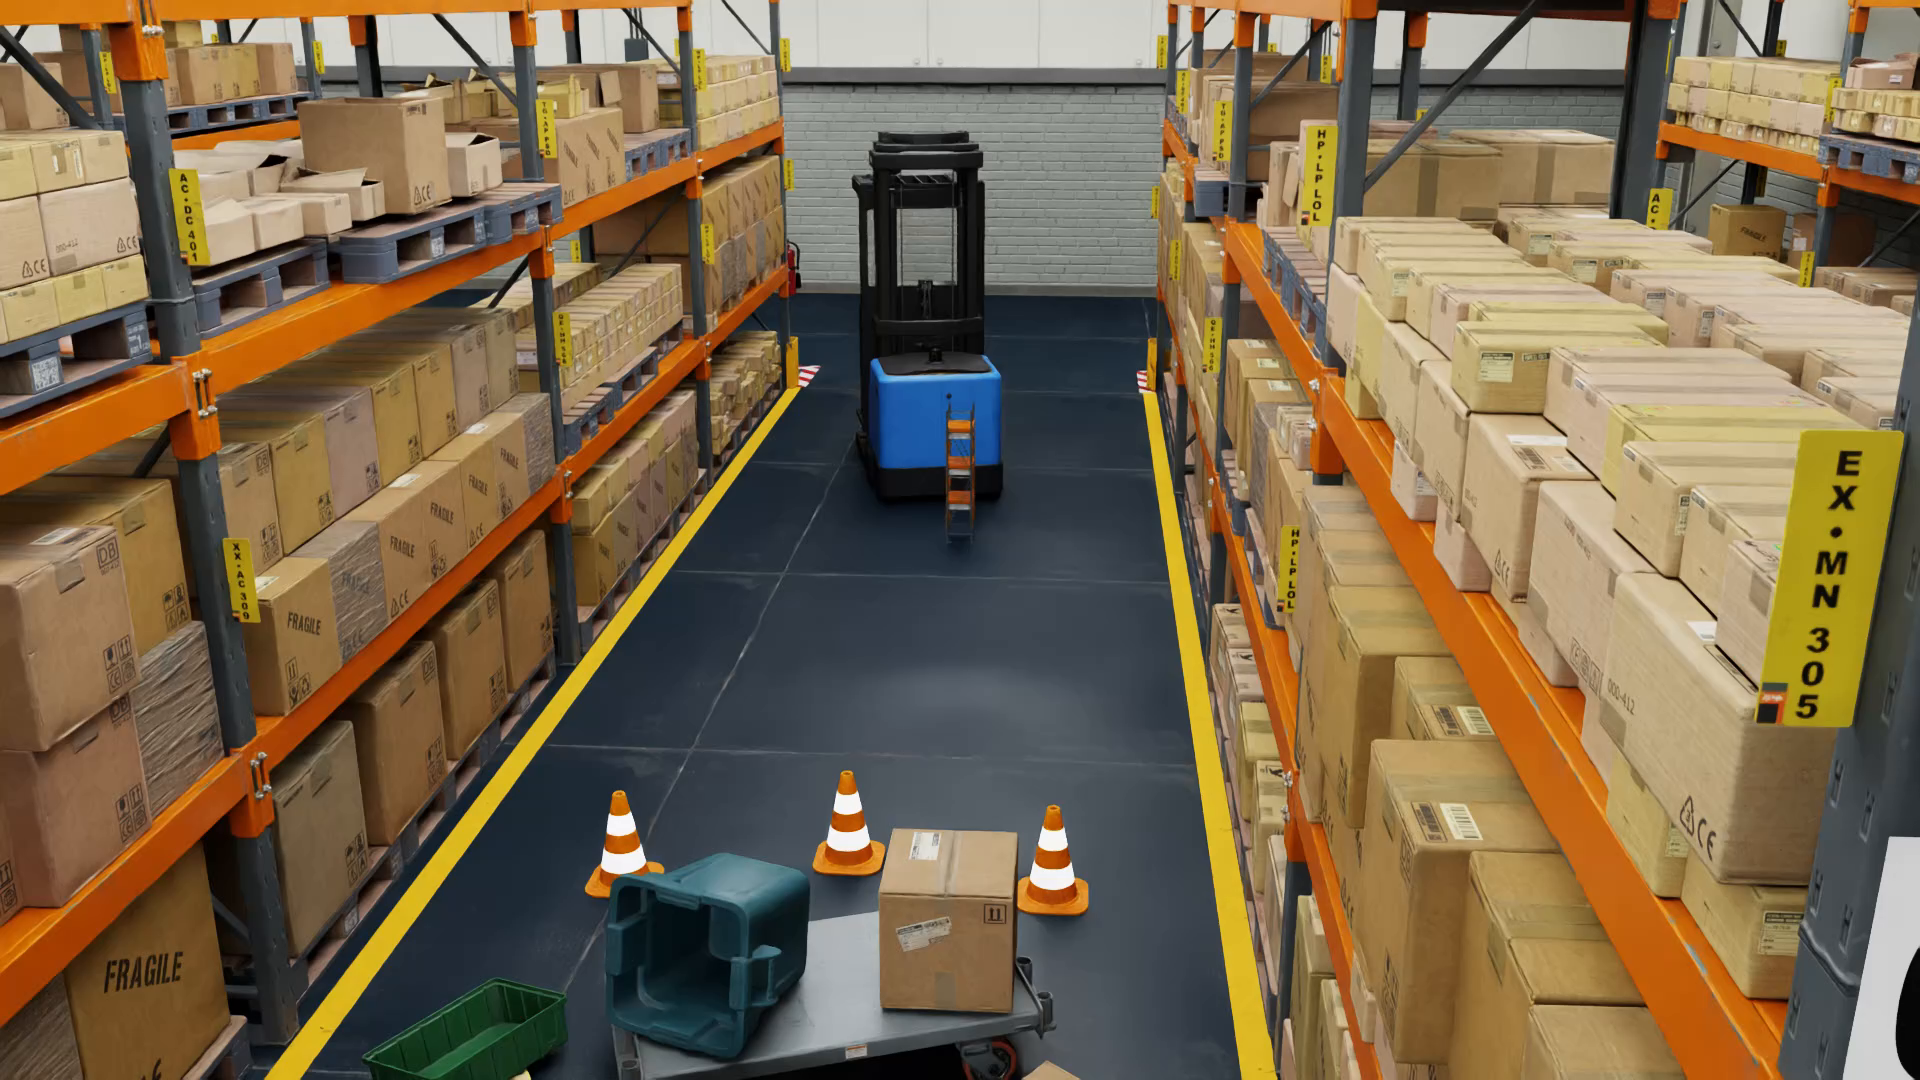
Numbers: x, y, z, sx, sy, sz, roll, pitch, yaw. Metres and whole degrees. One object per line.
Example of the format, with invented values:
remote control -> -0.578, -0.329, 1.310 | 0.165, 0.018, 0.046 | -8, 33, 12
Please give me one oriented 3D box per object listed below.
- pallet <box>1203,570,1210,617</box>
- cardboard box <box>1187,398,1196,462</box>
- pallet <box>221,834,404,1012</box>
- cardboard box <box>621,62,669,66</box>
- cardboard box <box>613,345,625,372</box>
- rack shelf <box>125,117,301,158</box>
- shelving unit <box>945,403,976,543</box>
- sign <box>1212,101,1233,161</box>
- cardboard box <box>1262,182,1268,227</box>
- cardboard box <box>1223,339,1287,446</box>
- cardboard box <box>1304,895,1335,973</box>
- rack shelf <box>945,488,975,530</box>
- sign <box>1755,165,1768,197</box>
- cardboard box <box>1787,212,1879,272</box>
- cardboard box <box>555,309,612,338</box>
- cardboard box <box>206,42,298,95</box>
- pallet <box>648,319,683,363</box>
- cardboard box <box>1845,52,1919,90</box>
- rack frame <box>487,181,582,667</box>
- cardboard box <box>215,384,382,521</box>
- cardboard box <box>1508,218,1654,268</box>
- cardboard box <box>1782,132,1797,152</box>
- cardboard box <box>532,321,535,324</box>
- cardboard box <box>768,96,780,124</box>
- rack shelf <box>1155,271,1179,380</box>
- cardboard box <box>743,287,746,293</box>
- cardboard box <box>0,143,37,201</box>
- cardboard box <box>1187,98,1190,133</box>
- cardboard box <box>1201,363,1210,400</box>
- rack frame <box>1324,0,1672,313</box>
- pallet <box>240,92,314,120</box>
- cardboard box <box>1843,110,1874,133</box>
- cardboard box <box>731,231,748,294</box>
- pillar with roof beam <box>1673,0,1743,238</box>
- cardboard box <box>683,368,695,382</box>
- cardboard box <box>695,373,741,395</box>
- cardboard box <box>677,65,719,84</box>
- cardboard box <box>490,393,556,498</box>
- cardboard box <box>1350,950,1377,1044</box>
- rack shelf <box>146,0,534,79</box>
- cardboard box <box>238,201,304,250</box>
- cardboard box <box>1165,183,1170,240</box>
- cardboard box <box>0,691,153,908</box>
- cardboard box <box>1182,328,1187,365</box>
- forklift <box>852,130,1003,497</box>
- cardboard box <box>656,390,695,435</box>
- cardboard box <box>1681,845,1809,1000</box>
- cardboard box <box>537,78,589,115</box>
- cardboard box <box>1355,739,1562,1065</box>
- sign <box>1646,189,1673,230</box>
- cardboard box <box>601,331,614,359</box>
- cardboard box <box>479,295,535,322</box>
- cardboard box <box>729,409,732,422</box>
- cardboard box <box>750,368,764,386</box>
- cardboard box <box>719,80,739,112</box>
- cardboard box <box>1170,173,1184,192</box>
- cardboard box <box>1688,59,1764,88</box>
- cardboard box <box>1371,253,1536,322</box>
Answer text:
pallet -> 2.161, 0.506, 11.040 | 1.003, 0.211, 1.213 | 1, 18, 4
cardboard box -> 2.468, -0.993, 14.576 | 0.875, 0.438, 0.875 | 1, 18, 3
pallet -> -3.222, 1.671, 7.484 | 1.003, 0.211, 1.213 | 1, 18, 4
cardboard box -> -2.812, -4.184, 14.856 | 0.380, 0.149, 0.250 | 1, 18, 4
cardboard box -> -2.589, -1.282, 11.746 | 0.380, 0.149, 0.250 | 2, 18, 5
rack shelf -> -7.426, -3.744, 15.871 | 1.077, 0.370, 4.000 | 1, 18, 4
shelving unit -> 0.004, -0.516, 12.810 | 0.215, 1.050, 0.252 | 1, 18, 4
sign -> 1.476, -2.300, 9.349 | 0.100, 0.325, 0.005 | 1, 18, 4
cardboard box -> 1.818, -1.764, 8.889 | 0.396, 0.266, 0.258 | 1, 18, 4
cardboard box -> 1.766, -0.830, 9.326 | 0.500, 0.500, 0.500 | 1, 18, 2
cardboard box -> 1.362, 1.323, 5.562 | 0.380, 0.149, 0.250 | 2, 18, 5
rack shelf -> 0.004, -0.241, 12.900 | 0.215, 0.259, 0.240 | 1, 18, 4
sign -> 8.106, -3.633, 16.826 | 0.100, 0.325, 0.005 | 1, 18, 4
cardboard box -> 7.639, -2.592, 14.574 | 0.500, 0.500, 0.500 | 1, 18, 2
cardboard box -> -2.614, -1.483, 11.406 | 0.380, 0.149, 0.250 | 2, 18, 6
cardboard box -> -7.266, -4.839, 17.061 | 0.700, 0.500, 0.500 | 0, 18, 1
pallet -> -2.829, -1.572, 13.212 | 1.003, 0.211, 1.213 | 1, 18, 4
cardboard box -> 6.897, -3.514, 12.439 | 0.396, 0.266, 0.258 | 1, 18, 3
rack frame -> -2.916, -0.655, 10.105 | 1.000, 3.000, 0.127 | 1, 18, 4
cardboard box -> -3.101, -0.407, 7.580 | 0.700, 0.500, 0.500 | 1, 18, 4
cardboard box -> 1.937, -0.915, 5.205 | 0.380, 0.149, 0.250 | 2, 18, 5
cardboard box -> 7.047, -3.292, 13.739 | 0.380, 0.149, 0.250 | 2, 18, 6
cardboard box -> -3.226, -1.521, 11.999 | 0.380, 0.149, 0.250 | 1, 18, 3
cardboard box -> -2.111, -4.347, 16.795 | 0.500, 0.250, 0.500 | 1, 18, 3
rack shelf -> 2.459, -2.098, 15.663 | 1.077, 0.370, 4.000 | 1, 18, 4
cardboard box -> -2.267, -2.432, 15.931 | 0.380, 0.149, 0.250 | 2, 18, 5
cardboard box -> -2.948, -1.068, 4.835 | 0.380, 0.149, 0.250 | 1, 18, 4
cardboard box -> 1.931, -3.232, 12.693 | 0.396, 0.266, 0.258 | 1, 18, 3
cardboard box -> 1.843, -1.058, 10.772 | 0.500, 0.250, 0.500 | 1, 18, 2
rack frame -> 1.742, -2.185, 5.138 | 1.000, 3.000, 0.127 | 1, 18, 4
pallet -> -7.325, -4.435, 16.964 | 1.003, 0.211, 1.213 | 1, 18, 4
cardboard box -> 6.795, -3.098, 12.313 | 0.380, 0.149, 0.250 | 1, 18, 5
cardboard box -> -2.242, -2.544, 15.231 | 0.500, 0.500, 0.500 | 1, 18, 3
pillar with roof beam -> 4.352, -6.715, 18.965 | 9.100, 9.000, 0.400 | 1, 18, 4
cardboard box -> -2.716, -1.623, 16.007 | 0.380, 0.149, 0.250 | 1, 18, 4
cardboard box -> -2.254, -1.450, 15.479 | 0.380, 0.149, 0.250 | 2, 18, 5
cardboard box -> -2.288, -4.006, 14.313 | 0.380, 0.149, 0.250 | 1, 18, 2
cardboard box -> -2.680, -0.557, 9.644 | 0.500, 0.500, 0.500 | 1, 18, 4
cardboard box -> 1.298, 1.273, 4.623 | 0.380, 0.149, 0.250 | 1, 18, 4
rack shelf -> -3.059, -2.353, 7.450 | 1.077, 0.370, 4.000 | 1, 18, 4
cardboard box -> -2.881, -1.283, 6.771 | 0.250, 0.149, 0.380 | 1, 18, 4
cardboard box -> 2.225, -3.120, 15.861 | 0.500, 0.500, 0.500 | 1, 18, 3
cardboard box -> -3.234, 0.802, 5.417 | 0.875, 0.550, 0.550 | 1, 18, 4
cardboard box -> 1.985, -1.456, 12.789 | 0.500, 0.250, 0.500 | 1, 18, 3
forklift -> -0.367, -2.170, 14.838 | 1.130, 2.935, 3.031 | -3, 18, -8
cardboard box -> -2.430, -1.029, 13.380 | 0.500, 0.250, 0.500 | 1, 18, 2
cardboard box -> 1.202, 0.485, 2.210 | 0.380, 0.149, 0.250 | 1, 18, 4
cardboard box -> -2.596, -2.852, 10.601 | 0.396, 0.266, 0.258 | 1, 18, 4
cardboard box -> 1.252, 0.763, 3.532 | 0.700, 0.500, 0.500 | 1, 18, 3
sign -> 2.284, -0.995, 5.495 | 0.100, 0.325, 0.005 | 1, 18, 4
cardboard box -> -2.611, -1.345, 11.463 | 0.380, 0.149, 0.250 | 1, 18, 4
cardboard box -> -3.223, -1.663, 11.954 | 0.380, 0.149, 0.250 | 2, 18, 6
cardboard box -> -2.345, -1.173, 15.591 | 0.380, 0.149, 0.250 | 1, 18, 2
cardboard box -> -2.155, -1.633, 16.516 | 0.380, 0.149, 0.250 | 2, 18, 5
cardboard box -> -2.265, -3.944, 14.763 | 0.500, 0.250, 0.500 | 2, 18, 5
cardboard box -> 2.148, -3.307, 15.390 | 0.380, 0.149, 0.250 | 1, 18, 3
cardboard box -> 7.216, -4.394, 15.660 | 0.500, 0.250, 0.500 | 1, 18, 4
cardboard box -> 1.331, -0.684, 4.499 | 0.380, 0.149, 0.250 | 1, 18, 4
